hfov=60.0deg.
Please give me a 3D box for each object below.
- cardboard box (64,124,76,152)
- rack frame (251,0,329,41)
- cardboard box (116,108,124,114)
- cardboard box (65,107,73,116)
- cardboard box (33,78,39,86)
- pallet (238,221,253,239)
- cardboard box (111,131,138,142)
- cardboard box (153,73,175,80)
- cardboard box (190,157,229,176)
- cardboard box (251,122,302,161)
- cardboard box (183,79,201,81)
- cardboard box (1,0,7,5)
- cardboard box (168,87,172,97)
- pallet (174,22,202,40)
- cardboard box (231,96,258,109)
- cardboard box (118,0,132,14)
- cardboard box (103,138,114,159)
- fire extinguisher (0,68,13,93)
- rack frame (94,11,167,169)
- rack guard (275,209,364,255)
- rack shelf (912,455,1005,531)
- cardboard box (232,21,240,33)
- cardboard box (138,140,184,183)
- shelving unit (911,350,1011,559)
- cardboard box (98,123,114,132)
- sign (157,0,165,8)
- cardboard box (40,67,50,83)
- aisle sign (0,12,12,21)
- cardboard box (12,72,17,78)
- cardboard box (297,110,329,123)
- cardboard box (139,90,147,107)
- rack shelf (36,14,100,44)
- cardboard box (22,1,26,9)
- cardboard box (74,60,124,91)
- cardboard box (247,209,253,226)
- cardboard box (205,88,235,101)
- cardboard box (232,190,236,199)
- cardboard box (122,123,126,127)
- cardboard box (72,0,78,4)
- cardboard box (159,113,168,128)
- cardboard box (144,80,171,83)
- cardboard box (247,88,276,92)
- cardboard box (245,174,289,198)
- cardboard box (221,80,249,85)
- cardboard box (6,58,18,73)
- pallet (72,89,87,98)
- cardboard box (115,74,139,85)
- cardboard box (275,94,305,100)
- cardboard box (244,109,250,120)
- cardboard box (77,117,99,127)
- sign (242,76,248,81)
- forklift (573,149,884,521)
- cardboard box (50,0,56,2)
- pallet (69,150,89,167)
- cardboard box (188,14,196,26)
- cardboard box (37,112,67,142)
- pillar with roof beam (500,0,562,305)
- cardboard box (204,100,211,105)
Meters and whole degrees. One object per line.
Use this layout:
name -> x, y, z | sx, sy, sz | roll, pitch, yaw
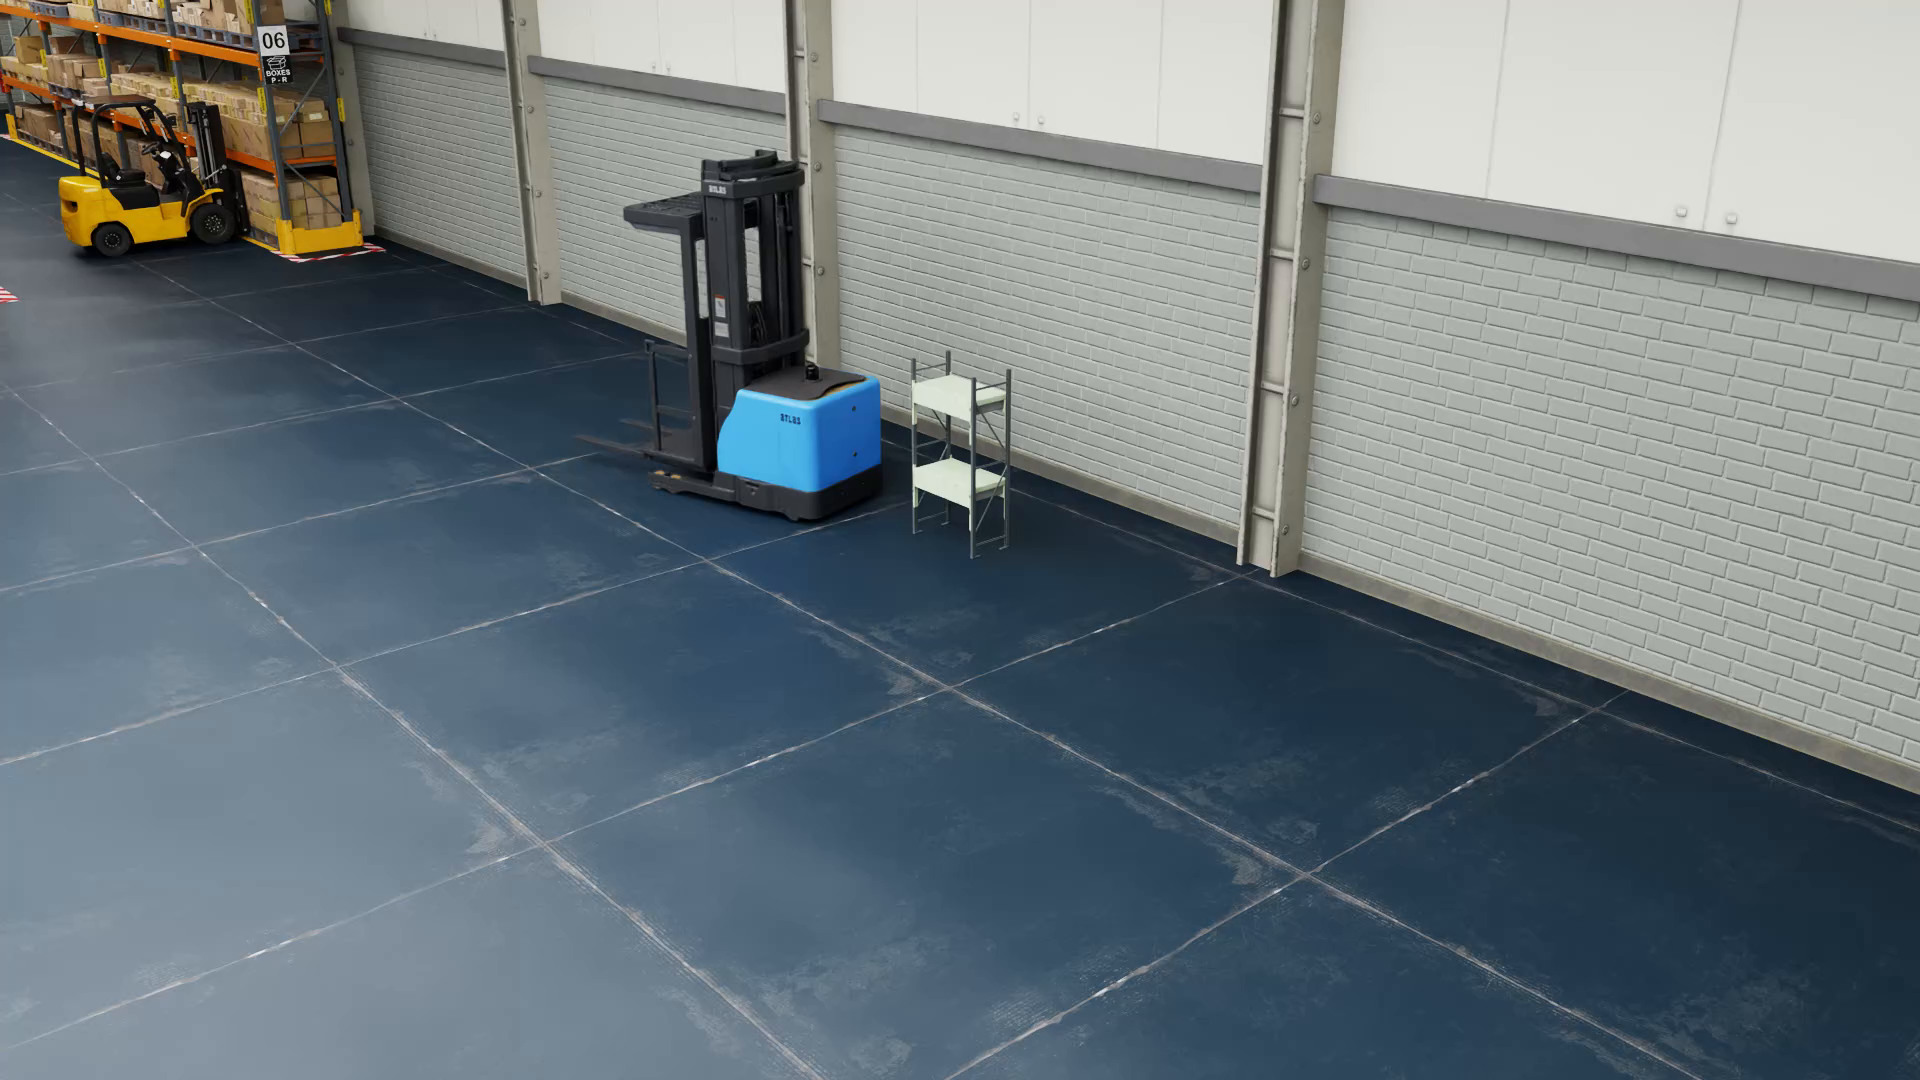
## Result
cardboard box -> -17.223, -7.919, 32.668 | 0.500, 0.500, 0.500 | -16, 26, -35
rack frame -> -9.535, -8.553, 23.208 | 1.000, 3.000, 0.127 | -17, 27, -37
cardboard box -> -14.653, -7.719, 29.511 | 0.500, 0.250, 0.500 | -17, 27, -37
cardboard box -> -17.290, -8.399, 32.595 | 0.380, 0.149, 0.250 | -18, 28, -38
cardboard box -> -18.481, -9.261, 33.587 | 0.380, 0.149, 0.250 | -18, 28, -38
pallet -> -10.858, -4.999, 26.184 | 1.003, 0.211, 1.213 | -17, 27, -37
cardboard box -> -15.271, -7.379, 30.400 | 0.380, 0.149, 0.250 | -19, 28, -40
cardboard box -> -14.013, -8.145, 29.365 | 0.380, 0.149, 0.250 | -17, 27, -37
cardboard box -> -12.068, -6.037, 26.834 | 0.500, 0.250, 0.500 | -18, 28, -38
cardboard box -> -10.055, -5.879, 24.471 | 0.500, 0.500, 0.500 | -18, 28, -39
cardboard box -> -13.173, -7.794, 28.469 | 0.380, 0.149, 0.250 | -17, 27, -37
cardboard box -> -19.341, -11.011, 33.942 | 0.380, 0.149, 0.250 | -18, 27, -38
cardboard box -> -12.839, -7.402, 27.468 | 0.380, 0.149, 0.250 | -17, 27, -37
pallet -> -11.570, -7.990, 26.006 | 1.003, 0.211, 1.213 | -17, 27, -37
cardboard box -> -10.665, -6.554, 24.896 | 0.380, 0.149, 0.250 | -17, 27, -36
cardboard box -> -13.805, -9.116, 27.908 | 0.500, 0.500, 0.500 | -17, 27, -36
cardboard box -> -15.515, -7.208, 30.851 | 0.500, 0.500, 0.500 | -18, 28, -38
fire extinguisher -> -20.425, -9.901, 35.493 | 0.296, 0.674, 0.183 | -17, 27, -37
rack frame -> -14.757, -7.970, 29.945 | 1.000, 3.000, 0.127 | -17, 27, -37
rack guard -> -9.519, -4.589, 24.741 | 1.175, 0.500, 0.348 | -17, 27, -37
rack shelf -> 0.004, -0.393, 13.551 | 0.431, 0.370, 0.720 | -17, 27, -37
cardboard box -> -10.306, -7.438, 24.106 | 0.380, 0.149, 0.250 | -18, 28, -39
cardboard box -> -13.928, -6.705, 29.397 | 0.875, 0.625, 0.625 | -16, 27, -36
shelving unit -> 0.004, -0.697, 13.432 | 0.431, 1.500, 0.755 | -17, 27, -37
cardboard box -> -16.116, -7.753, 31.353 | 0.380, 0.149, 0.250 | -19, 28, -40
sign -> -12.551, -8.517, 26.088 | 0.100, 0.325, 0.005 | -17, 27, -37
cardboard box -> -17.885, -9.226, 32.951 | 0.500, 0.250, 0.500 | -17, 27, -36
aisle sign -> -20.246, -11.339, 34.984 | 0.394, 0.787, 0.004 | -17, 27, -37
cardboard box -> -19.771, -9.848, 35.084 | 0.380, 0.149, 0.250 | -17, 27, -36
cardboard box -> -9.560, -6.263, 24.562 | 0.380, 0.149, 0.250 | -18, 28, -39
cardboard box -> -13.646, -7.529, 28.340 | 0.500, 0.250, 0.500 | -17, 27, -37
rack shelf -> -16.063, -9.584, 30.940 | 1.077, 0.370, 4.000 | -17, 27, -37
cardboard box -> -18.310, -10.597, 32.885 | 0.380, 0.149, 0.250 | -18, 27, -38
cardboard box -> -15.963, -8.620, 30.888 | 0.797, 0.503, 0.637 | -18, 28, -39
cardboard box -> -10.718, -5.009, 25.581 | 0.500, 0.250, 0.500 | -17, 27, -37
cardboard box -> -11.470, -6.913, 25.813 | 0.380, 0.149, 0.250 | -18, 28, -38
cardboard box -> -11.086, -5.385, 25.856 | 0.500, 0.250, 0.500 | -18, 27, -38
cardboard box -> -15.746, -7.866, 31.643 | 0.380, 0.149, 0.250 | -17, 27, -37
cardboard box -> -15.991, -9.885, 30.380 | 0.380, 0.149, 0.250 | -16, 27, -36
cardboard box -> -13.006, -7.009, 27.698 | 0.500, 0.250, 0.500 | -18, 27, -38
cardboard box -> -13.679, -7.757, 28.376 | 0.380, 0.149, 0.250 | -17, 27, -37
cardboard box -> -10.897, -6.974, 25.968 | 0.380, 0.149, 0.250 | -18, 28, -38
cardboard box -> -10.410, -5.333, 25.036 | 0.500, 0.250, 0.500 | -17, 27, -36
cardboard box -> -11.709, -7.335, 26.891 | 0.380, 0.149, 0.250 | -17, 27, -37
cardboard box -> -19.558, -9.920, 34.722 | 0.500, 0.250, 0.500 | -17, 27, -37
pallet -> -16.030, -8.416, 31.349 | 1.003, 0.211, 1.213 | -17, 27, -37
cardboard box -> -14.597, -8.087, 29.217 | 0.380, 0.149, 0.250 | -17, 27, -36
cardboard box -> -10.071, -6.612, 25.044 | 0.380, 0.149, 0.250 | -17, 27, -37
cardboard box -> -10.439, -6.358, 24.804 | 0.380, 0.149, 0.250 | -18, 27, -38
cardboard box -> -16.920, -8.120, 32.290 | 0.380, 0.149, 0.250 | -19, 28, -40
sign -> -11.727, -7.437, 27.289 | 0.100, 0.325, 0.005 | -17, 27, -37
forklift -> -2.184, -1.921, 14.596 | 3.031, 2.935, 1.130 | 14, 25, 31
cardboard box -> -16.647, -10.065, 30.814 | 0.380, 0.149, 0.250 | -17, 27, -36
pallet -> -16.809, -7.561, 32.724 | 1.003, 0.211, 1.213 | -17, 27, -37
cardboard box -> -11.582, -7.978, 25.484 | 0.380, 0.149, 0.250 | -16, 27, -36
cardboard box -> -18.446, -8.488, 34.119 | 0.700, 0.500, 0.500 | -19, 28, -39
pillar with roof beam -> -8.652, -6.277, 17.398 | 9.100, 9.000, 0.400 | -17, 27, -37
cardboard box -> -11.501, -6.767, 25.848 | 0.380, 0.149, 0.250 | -18, 28, -38
